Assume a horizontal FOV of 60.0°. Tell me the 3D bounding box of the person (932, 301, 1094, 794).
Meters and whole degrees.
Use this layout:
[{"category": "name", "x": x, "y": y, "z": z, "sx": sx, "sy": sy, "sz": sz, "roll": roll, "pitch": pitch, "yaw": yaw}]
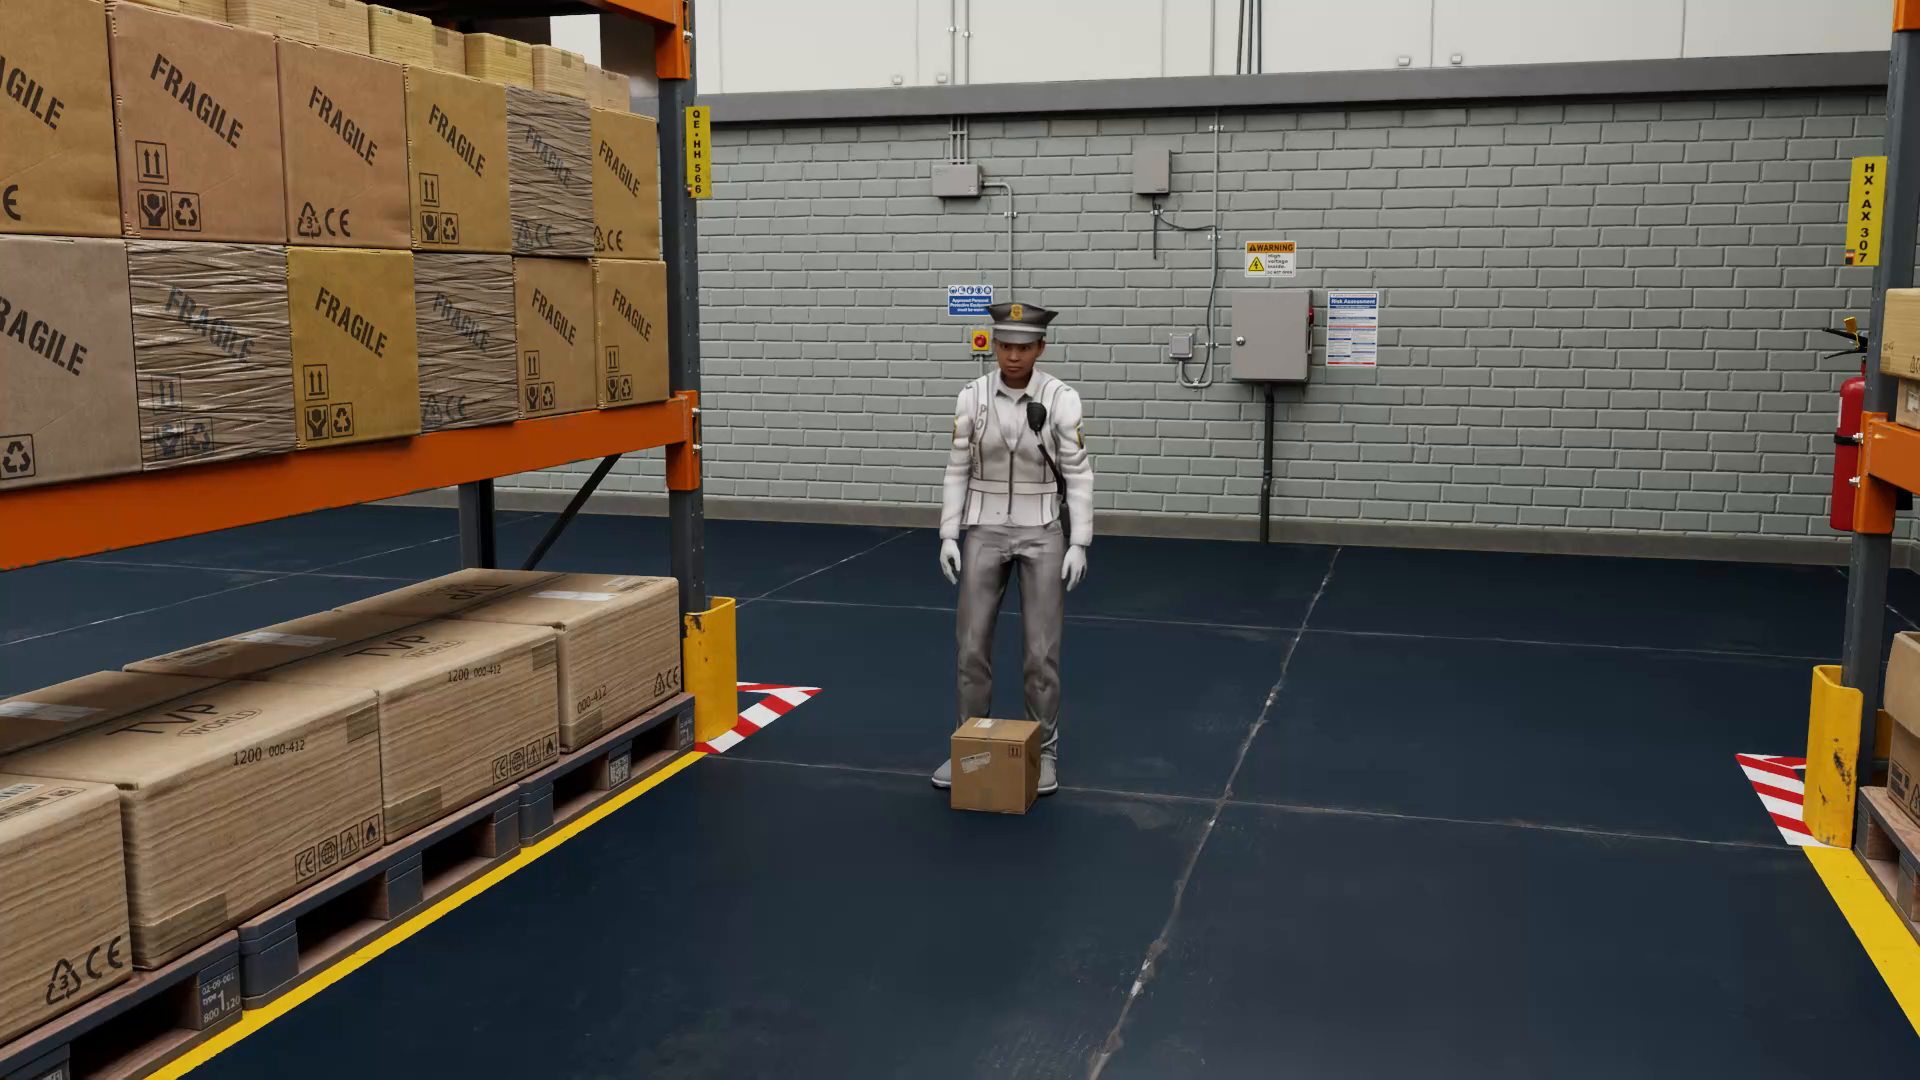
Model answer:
[{"category": "person", "x": 0.186, "y": 0.020, "z": 5.693, "sx": 0.536, "sy": 1.662, "sz": 0.373, "roll": 2, "pitch": 9, "yaw": 13}]
